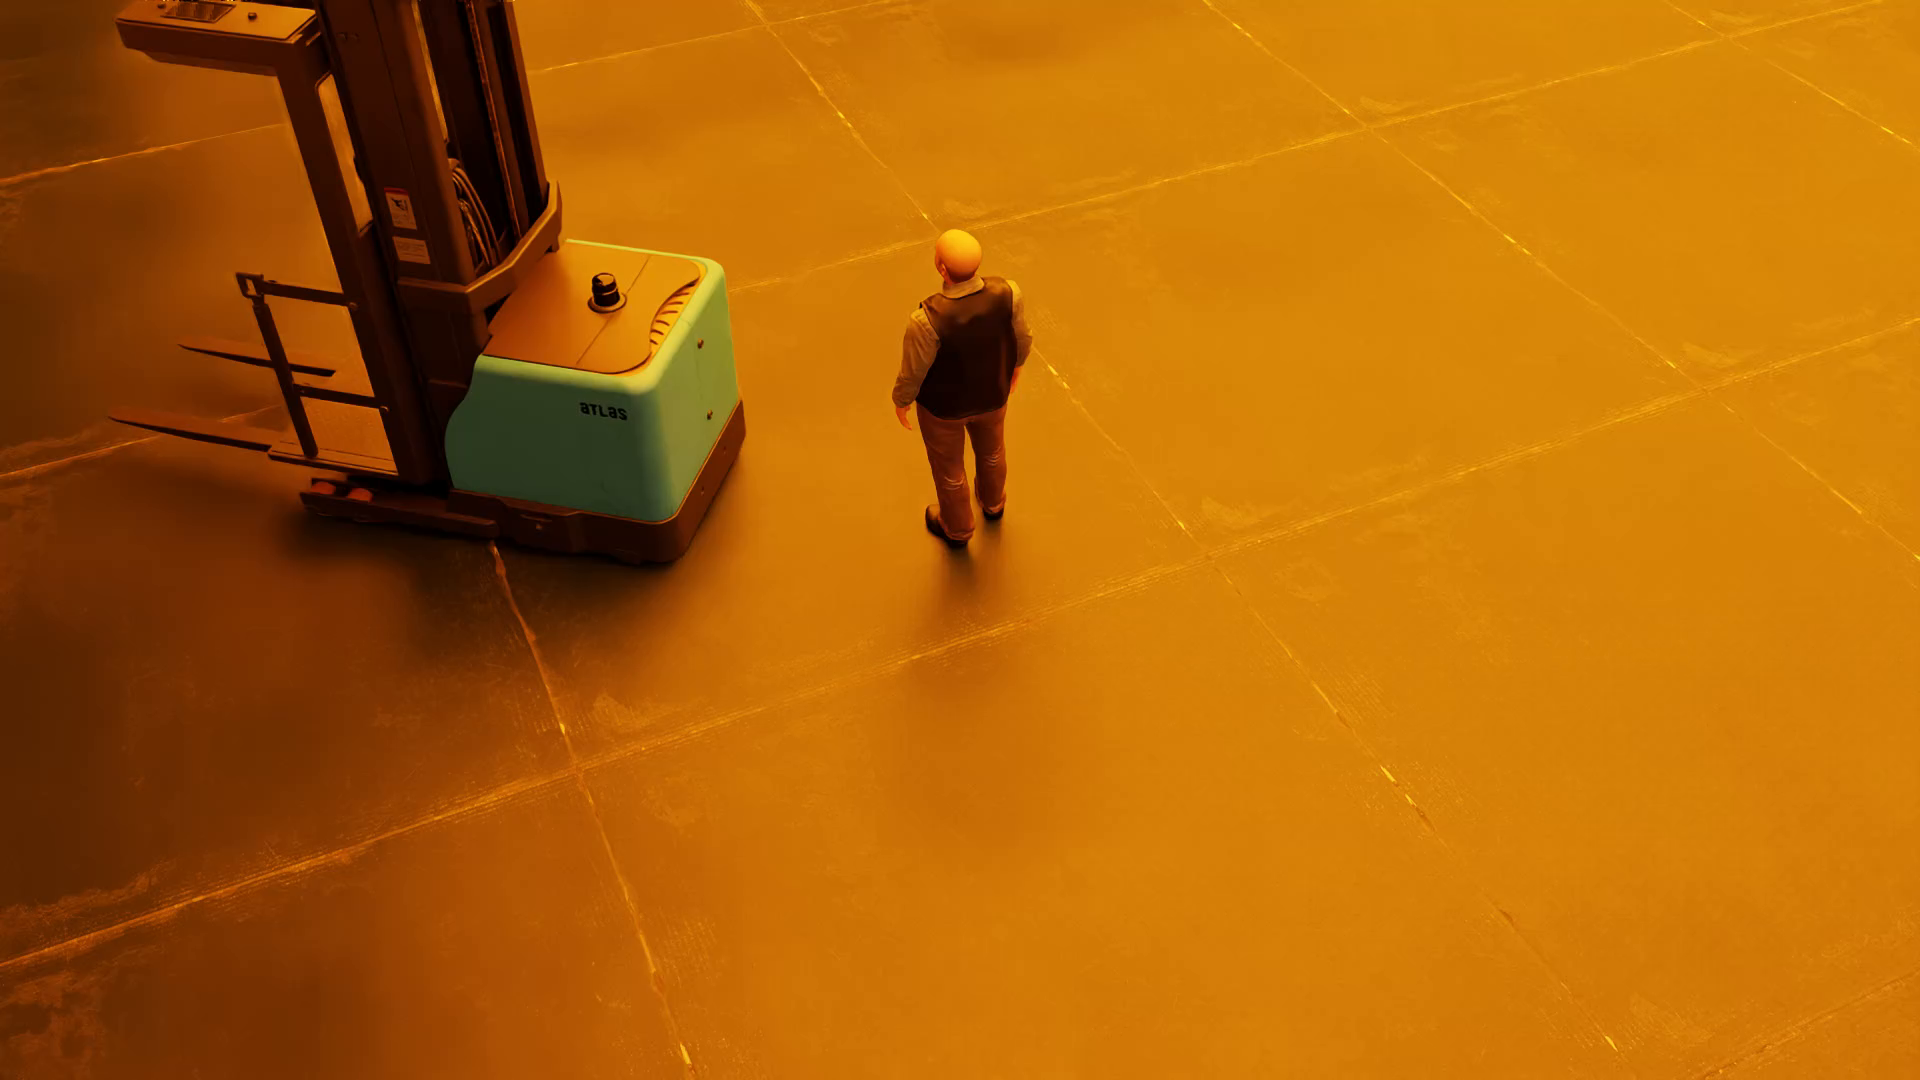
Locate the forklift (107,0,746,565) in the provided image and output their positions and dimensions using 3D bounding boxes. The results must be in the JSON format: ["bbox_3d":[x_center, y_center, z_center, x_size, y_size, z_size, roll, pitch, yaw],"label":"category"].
[{"bbox_3d":[-2.639,-1.495,7.282,3.031,2.935,1.130,9,44,10],"label":"forklift"}]

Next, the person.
[{"bbox_3d":[-0.019,-0.675,7.280,0.632,1.720,0.568,-18,46,-18],"label":"person"}]
